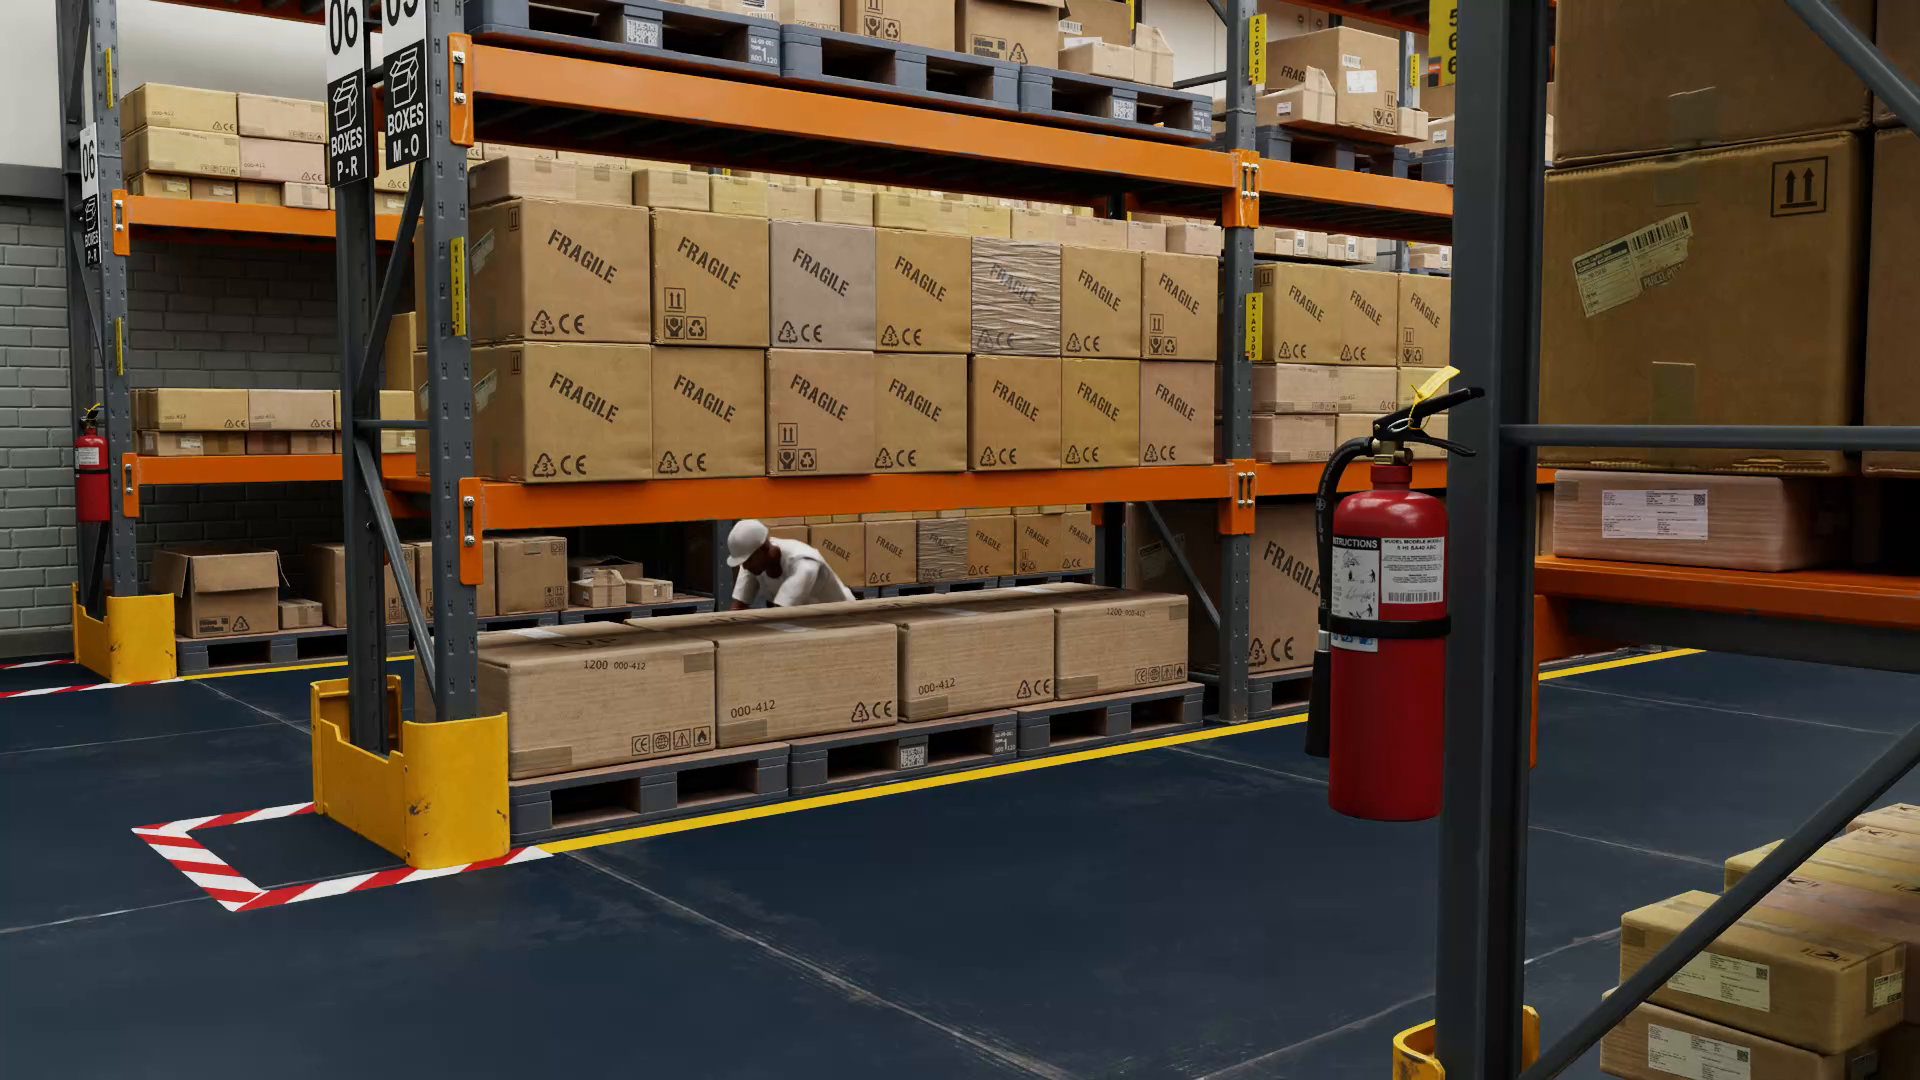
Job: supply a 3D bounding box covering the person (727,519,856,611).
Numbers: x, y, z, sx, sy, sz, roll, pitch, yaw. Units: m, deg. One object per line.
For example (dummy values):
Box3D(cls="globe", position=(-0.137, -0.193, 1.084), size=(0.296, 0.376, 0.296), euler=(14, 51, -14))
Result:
Box3D(cls="person", position=(-0.939, 0.373, 8.992), size=(0.893, 1.010, 0.555), euler=(-4, 6, -41))
